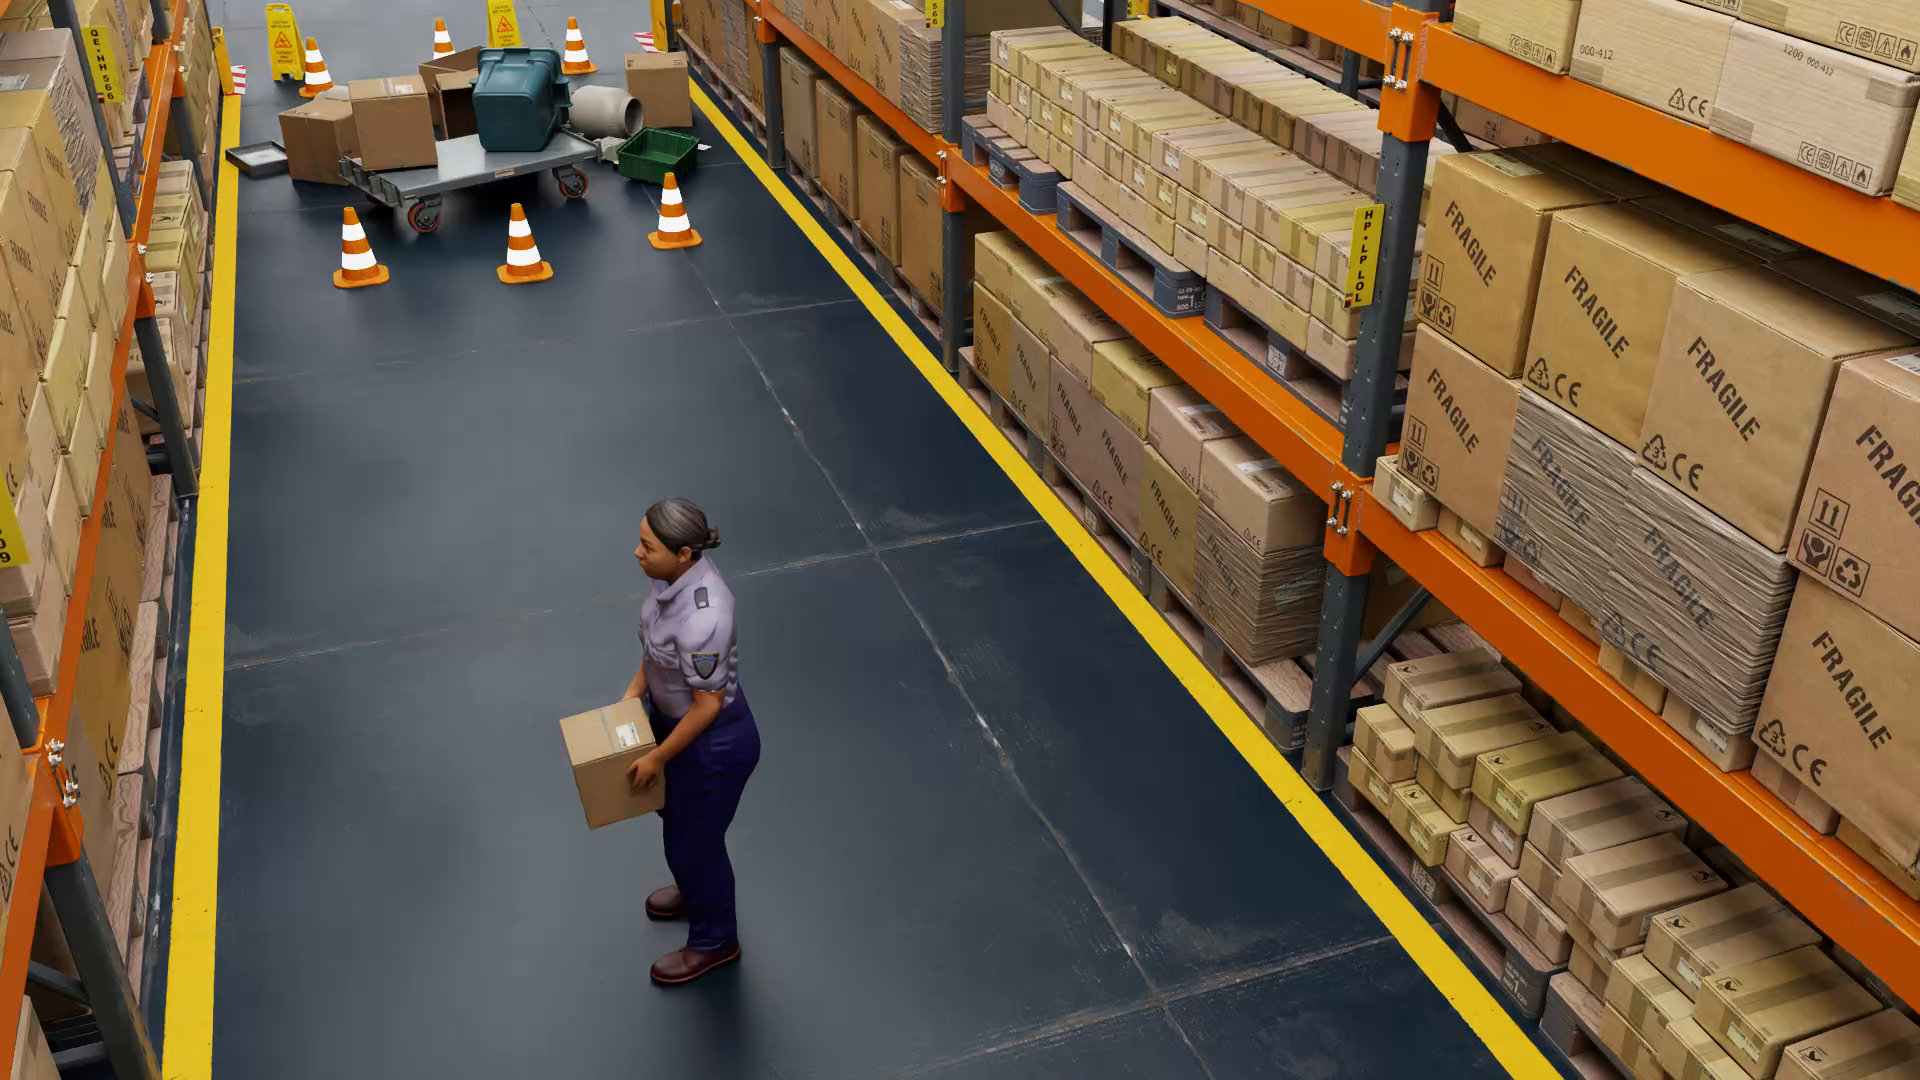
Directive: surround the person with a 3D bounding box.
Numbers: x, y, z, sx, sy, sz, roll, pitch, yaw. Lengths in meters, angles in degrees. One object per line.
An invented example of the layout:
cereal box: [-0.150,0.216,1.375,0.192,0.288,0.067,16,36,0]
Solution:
person: [-0.843,0.600,5.094,0.423,1.656,0.506,-11,32,-18]
